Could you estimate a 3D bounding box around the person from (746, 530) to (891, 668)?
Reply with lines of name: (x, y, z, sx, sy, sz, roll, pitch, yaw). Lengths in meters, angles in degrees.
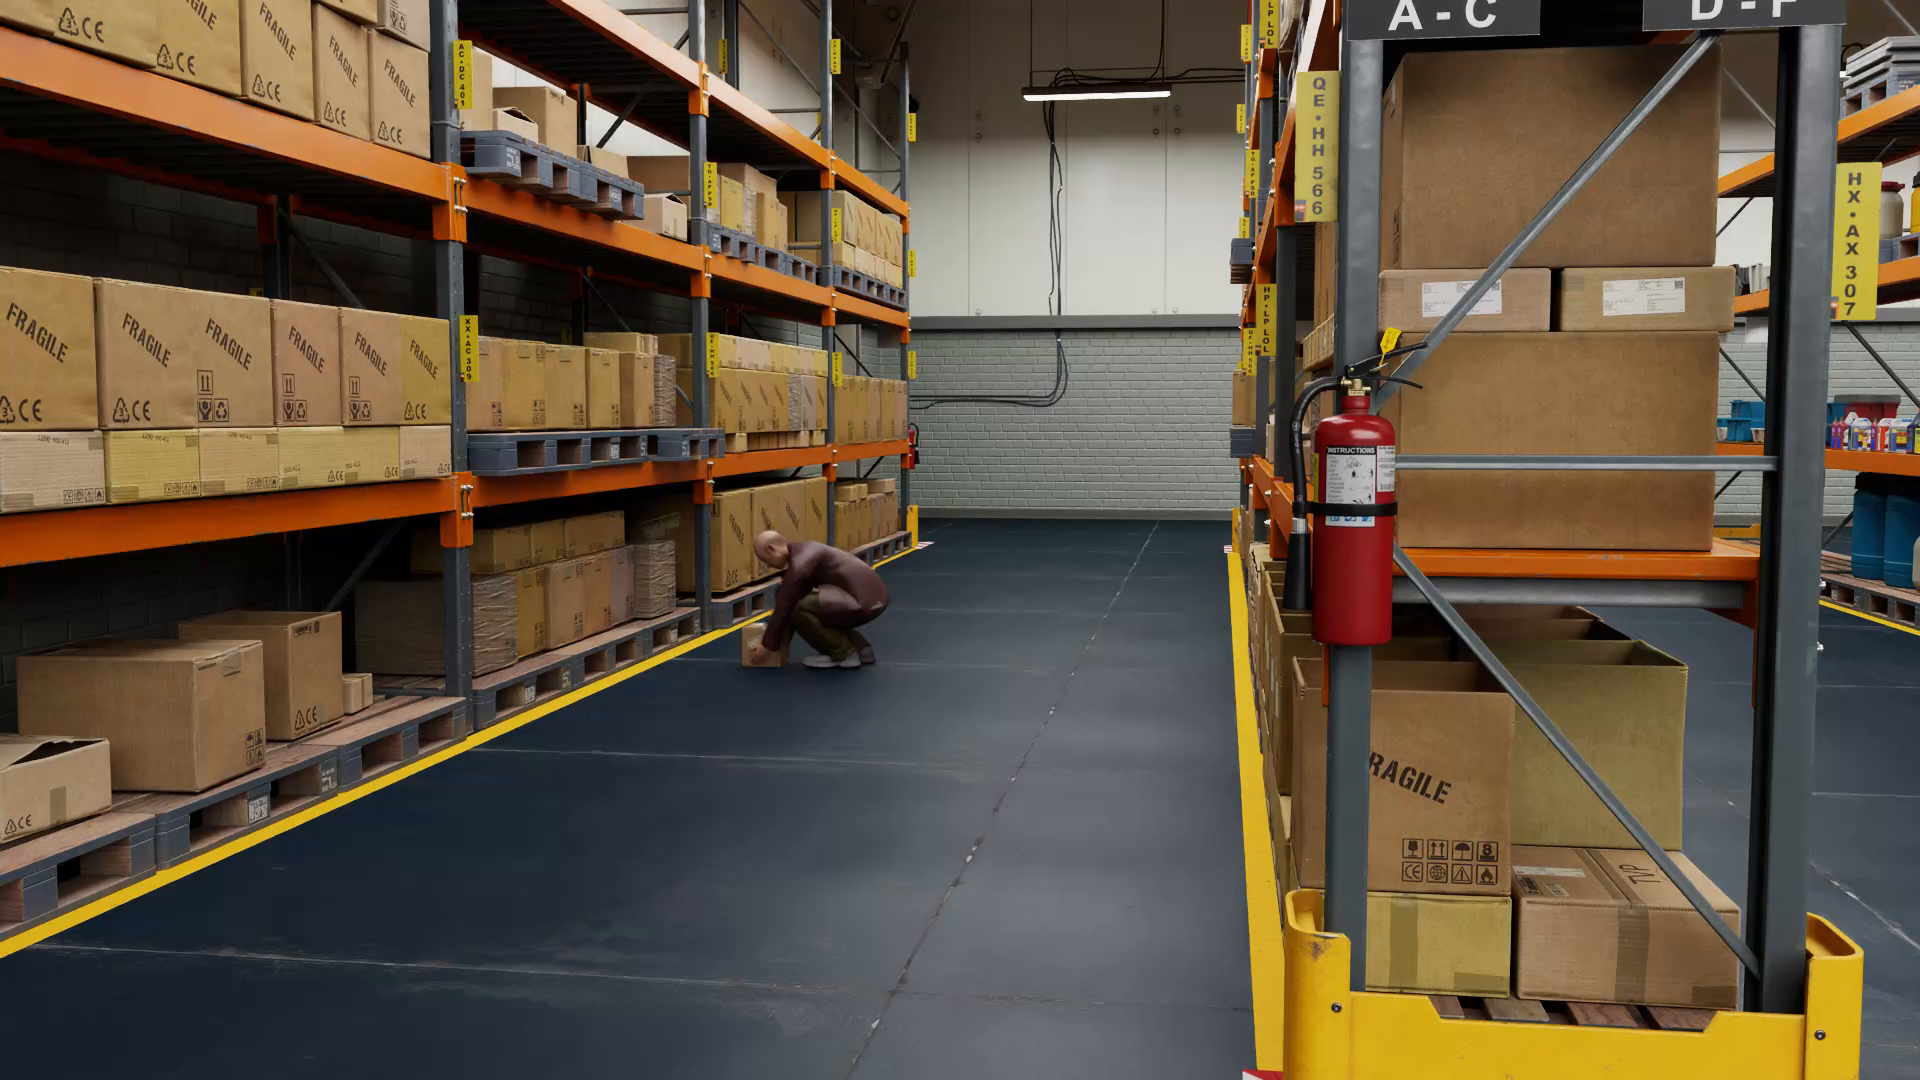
person: (-0.899, 0.380, 10.667, 0.896, 0.889, 0.599, 1, 4, 9)
